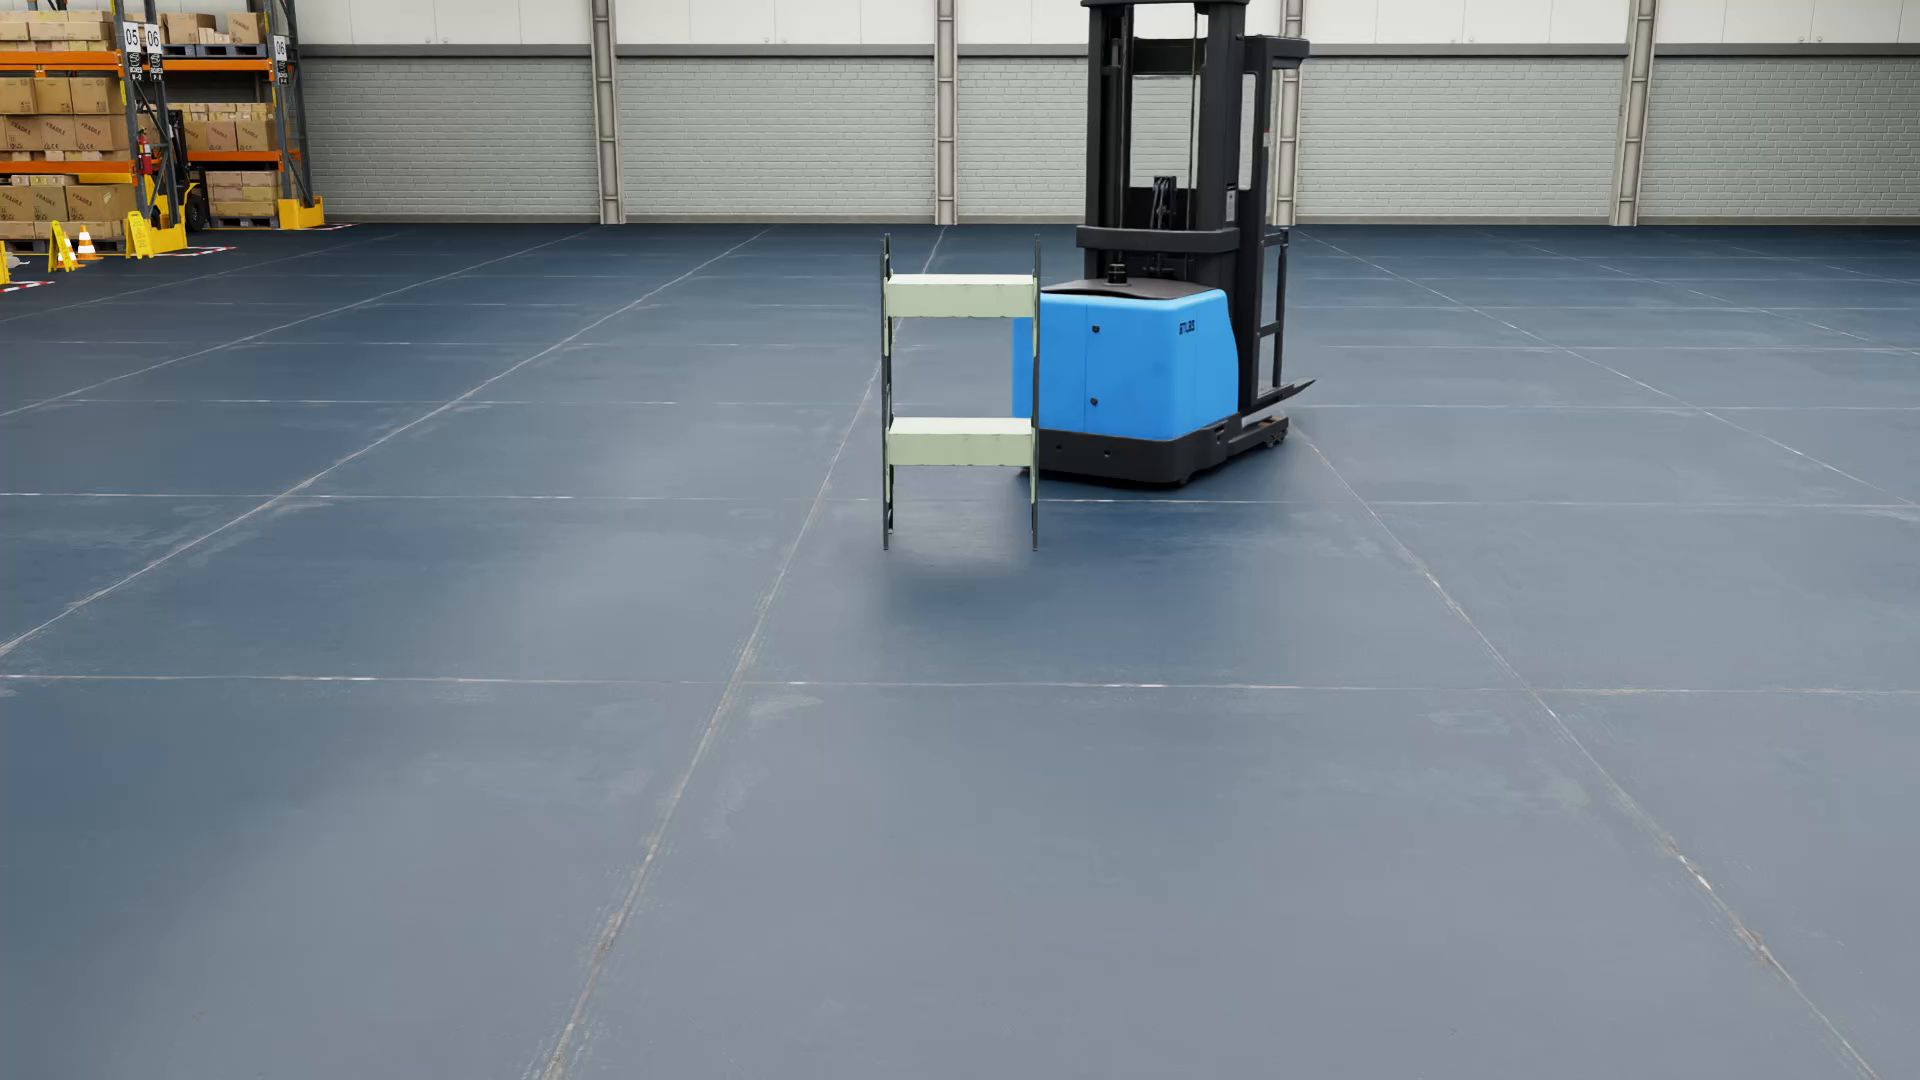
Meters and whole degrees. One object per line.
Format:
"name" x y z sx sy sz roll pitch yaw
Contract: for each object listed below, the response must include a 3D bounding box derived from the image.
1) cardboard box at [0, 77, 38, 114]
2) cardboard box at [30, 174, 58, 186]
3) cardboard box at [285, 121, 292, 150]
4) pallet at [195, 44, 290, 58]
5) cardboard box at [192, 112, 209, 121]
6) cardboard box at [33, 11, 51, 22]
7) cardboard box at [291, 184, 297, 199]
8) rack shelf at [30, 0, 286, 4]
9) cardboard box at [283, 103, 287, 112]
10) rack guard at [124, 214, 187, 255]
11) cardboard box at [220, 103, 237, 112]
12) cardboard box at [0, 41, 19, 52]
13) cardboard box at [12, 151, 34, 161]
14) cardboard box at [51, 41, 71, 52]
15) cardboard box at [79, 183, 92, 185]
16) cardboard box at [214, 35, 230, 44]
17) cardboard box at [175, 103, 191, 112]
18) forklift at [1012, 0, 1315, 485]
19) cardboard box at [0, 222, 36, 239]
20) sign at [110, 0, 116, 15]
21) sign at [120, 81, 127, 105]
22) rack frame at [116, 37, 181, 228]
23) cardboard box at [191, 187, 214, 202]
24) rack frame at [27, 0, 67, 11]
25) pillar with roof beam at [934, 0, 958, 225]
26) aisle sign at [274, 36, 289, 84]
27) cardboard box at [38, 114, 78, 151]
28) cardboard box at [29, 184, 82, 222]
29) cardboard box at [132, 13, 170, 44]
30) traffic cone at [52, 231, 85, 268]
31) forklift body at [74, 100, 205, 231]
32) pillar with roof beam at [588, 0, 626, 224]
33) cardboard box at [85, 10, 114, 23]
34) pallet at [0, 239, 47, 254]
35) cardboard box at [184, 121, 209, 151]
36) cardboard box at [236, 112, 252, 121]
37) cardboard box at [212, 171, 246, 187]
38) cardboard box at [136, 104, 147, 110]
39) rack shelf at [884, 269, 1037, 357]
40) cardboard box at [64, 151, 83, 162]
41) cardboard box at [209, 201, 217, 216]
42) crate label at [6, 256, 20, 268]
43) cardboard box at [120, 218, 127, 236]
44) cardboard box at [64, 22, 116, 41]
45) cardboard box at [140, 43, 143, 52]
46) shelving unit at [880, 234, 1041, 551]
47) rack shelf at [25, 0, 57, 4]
"cardboard box" -13.226 -6.296 23.584 0.500 0.500 0.700 0 15 1
"cardboard box" -13.119 -5.166 23.868 0.250 0.149 0.380 1 15 2
"cardboard box" -12.056 -7.079 29.094 0.500 0.500 0.500 1 15 3
"pallet" -12.274 -8.375 28.497 1.213 0.211 1.003 0 15 1
"cardboard box" -12.952 -7.255 28.489 0.250 0.149 0.380 0 15 0
"cardboard box" -12.801 -7.355 23.387 0.250 0.149 0.380 0 15 2
"cardboard box" -12.033 -6.127 29.272 0.500 0.250 0.500 1 15 2
"rack shelf" -13.567 -9.329 28.253 4.000 0.370 1.077 0 15 1
"cardboard box" -11.898 -7.519 28.907 0.250 0.149 0.380 0 15 0
"rack guard" -11.767 -4.482 24.349 0.348 0.500 1.175 0 15 1
"cardboard box" -12.441 -7.399 28.454 0.250 0.149 0.380 1 15 3
"cardboard box" -13.334 -6.966 23.474 0.250 0.149 0.380 0 15 0
"cardboard box" -13.351 -5.507 23.826 0.250 0.149 0.380 0 15 1
"cardboard box" -12.569 -6.954 23.430 0.250 0.149 0.380 1 15 3
"cardboard box" -13.037 -5.004 24.525 0.500 0.500 0.500 0 15 -1
"cardboard box" -12.404 -8.464 28.136 0.250 0.149 0.380 0 15 0
"cardboard box" -13.210 -7.393 28.432 0.250 0.149 0.380 1 15 3
"forklift" 1.466 -2.055 10.382 1.130 2.935 3.031 9 17 29
"cardboard box" -13.547 -4.508 24.113 0.500 0.250 0.500 0 15 -1
"sign" -11.725 -7.427 22.996 0.005 0.325 0.100 0 15 1
"sign" -11.725 -6.262 23.304 0.005 0.325 0.100 0 15 1
"rack frame" -11.691 -5.690 24.028 0.127 3.000 1.000 0 15 1
"cardboard box" -13.080 -5.999 28.784 0.500 0.250 0.500 0 15 0
"rack frame" -15.567 -9.883 28.159 0.127 3.000 1.000 0 15 1
"pillar with roof beam" -0.355 -8.915 24.491 0.400 9.000 9.100 0 15 1
"aisle sign" -11.510 -8.138 28.209 0.004 0.787 0.394 0 15 1
"cardboard box" -12.741 -5.820 23.741 0.500 0.500 0.500 0 15 2
"cardboard box" -13.020 -4.868 24.007 0.500 0.500 0.500 1 15 4
"cardboard box" -13.622 -8.694 28.312 0.637 0.503 0.797 1 15 3
"traffic cone" -11.842 -3.852 22.034 0.334 0.463 0.336 0 15 1
"forklift body" -13.510 -6.093 27.217 1.214 2.155 2.313 0 15 1
"pillar with roof beam" -6.353 -8.954 24.639 0.400 9.000 9.100 0 15 1
"cardboard box" -12.037 -7.332 23.298 0.250 0.149 0.380 1 15 2
"pallet" -13.795 -4.365 24.472 1.213 0.211 1.003 0 15 1
"cardboard box" -13.097 -6.950 28.605 0.500 0.500 0.500 0 15 0
"cardboard box" -12.178 -7.243 28.446 0.250 0.149 0.380 1 15 2
"cardboard box" -12.547 -6.238 28.712 0.500 0.250 0.500 1 15 2
"cardboard box" -13.966 -7.422 28.541 0.250 0.149 0.380 0 15 1
"rack shelf" 0.007 -1.102 8.049 0.720 0.370 0.431 0 15 1
"cardboard box" -12.582 -5.497 23.788 0.250 0.149 0.380 0 15 0
"cardboard box" -13.043 -5.763 28.872 0.500 0.250 0.500 1 15 2
"crate label" -12.630 -3.684 22.035 0.298 0.136 0.250 -8 17 -28
"cardboard box" -12.490 -4.640 24.612 0.500 0.250 0.500 0 15 1
"cardboard box" -12.210 -7.147 23.378 0.500 0.250 0.500 0 15 1
"cardboard box" -12.014 -7.104 23.999 0.250 0.149 0.380 0 15 1
"shelving unit" 0.007 -0.725 8.149 0.755 1.500 0.431 0 15 1
"rack shelf" -17.566 -9.355 28.351 4.000 0.370 1.077 0 15 1
